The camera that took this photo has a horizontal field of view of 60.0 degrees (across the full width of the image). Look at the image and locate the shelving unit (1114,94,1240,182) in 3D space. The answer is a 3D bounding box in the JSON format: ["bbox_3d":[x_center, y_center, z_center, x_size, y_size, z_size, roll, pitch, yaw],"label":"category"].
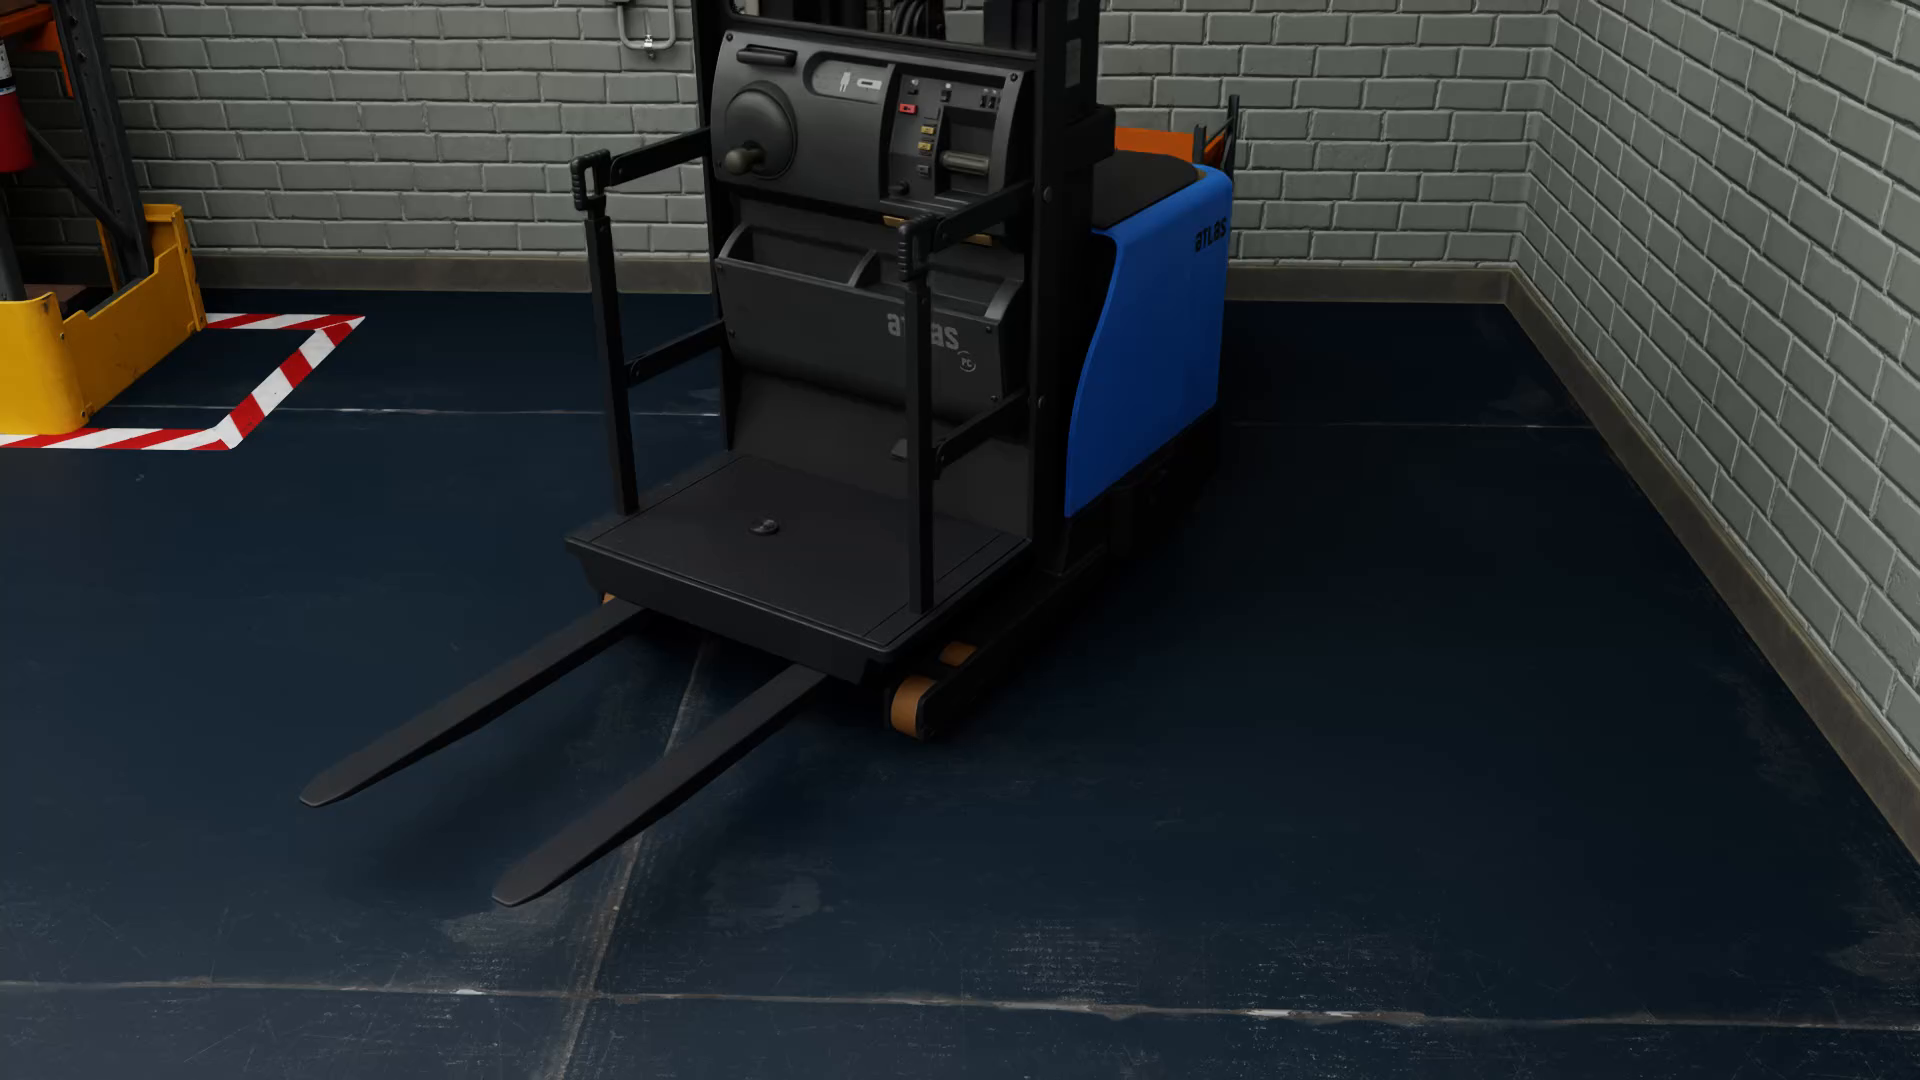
[{"bbox_3d":[0.390,-1.027,5.986,1.048,1.125,0.538,11,30,19],"label":"shelving unit"}]

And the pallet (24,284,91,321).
[{"bbox_3d":[-4.158,-0.721,6.385,1.213,0.211,1.003,1,28,2],"label":"pallet"}]

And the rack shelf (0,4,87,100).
[{"bbox_3d":[-5.355,-1.692,6.007,4.000,0.370,1.077,1,28,2],"label":"rack shelf"}]

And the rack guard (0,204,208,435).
[{"bbox_3d":[-3.332,-0.872,6.360,0.348,0.500,1.175,1,28,2],"label":"rack guard"}]

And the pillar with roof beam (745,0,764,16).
[{"bbox_3d":[-0.779,-2.972,1.249,0.400,9.000,9.100,1,28,2],"label":"pillar with roof beam"}]

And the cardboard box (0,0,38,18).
[{"bbox_3d":[-3.866,-2.113,5.713,0.700,0.700,0.980,2,28,4],"label":"cardboard box"}]

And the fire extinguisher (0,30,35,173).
[{"bbox_3d":[-3.222,-1.559,5.469,0.183,0.674,0.296,1,28,2],"label":"fire extinguisher"}]

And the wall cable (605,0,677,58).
[{"bbox_3d":[-2.043,-2.847,6.333,1.851,1.984,0.084,1,28,2],"label":"wall cable"}]

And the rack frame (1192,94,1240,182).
[{"bbox_3d":[0.861,-0.938,5.818,0.032,1.125,0.500,11,30,19],"label":"rack frame"}]

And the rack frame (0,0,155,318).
[{"bbox_3d":[-3.356,-1.976,5.776,0.127,3.000,1.000,1,28,2],"label":"rack frame"}]

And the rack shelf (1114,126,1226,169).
[{"bbox_3d":[0.390,-1.285,5.849,1.000,0.278,0.538,11,30,19],"label":"rack shelf"}]

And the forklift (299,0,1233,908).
[{"bbox_3d":[-0.367,-1.034,4.071,1.130,2.935,3.031,17,32,29],"label":"forklift"}]
